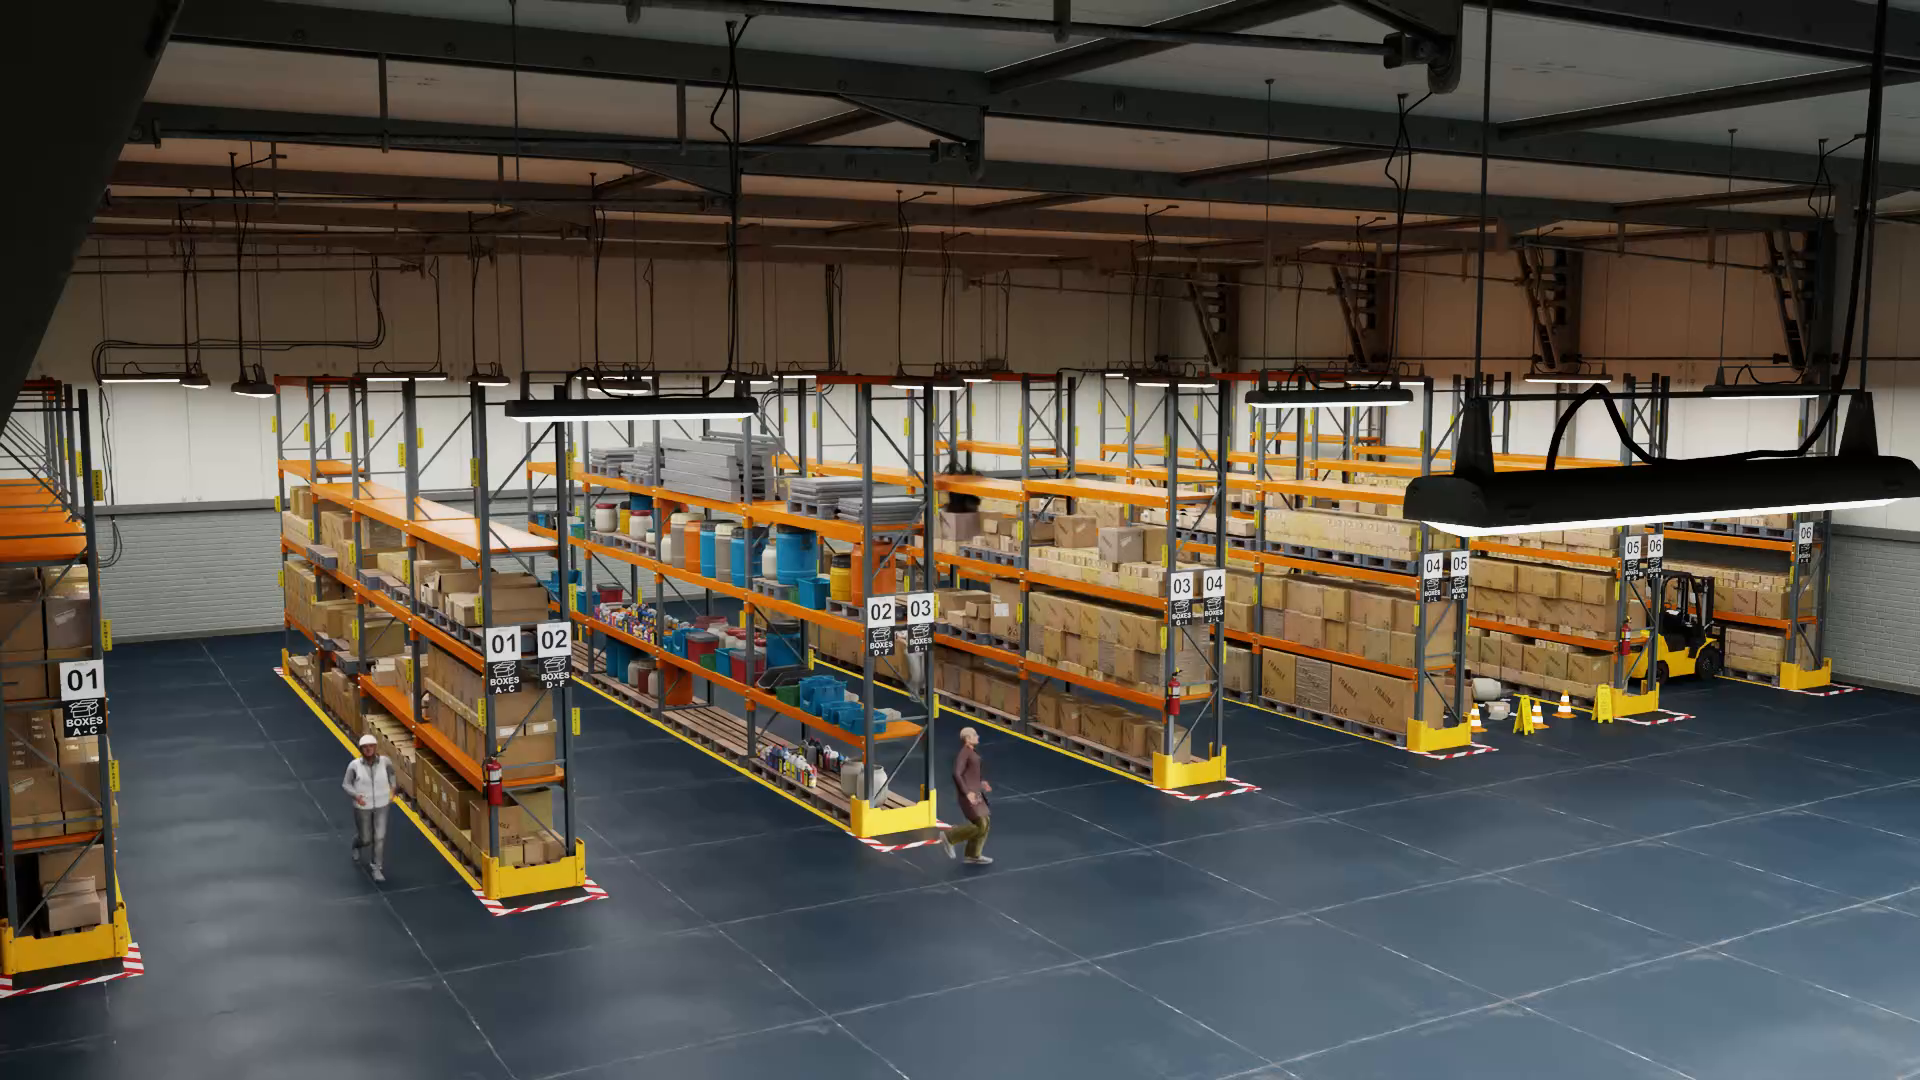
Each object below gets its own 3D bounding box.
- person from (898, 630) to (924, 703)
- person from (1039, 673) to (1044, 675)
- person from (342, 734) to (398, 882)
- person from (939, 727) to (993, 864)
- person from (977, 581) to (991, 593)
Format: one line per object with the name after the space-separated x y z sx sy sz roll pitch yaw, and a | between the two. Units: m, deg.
-0.745 1.993 29.212 0.659 1.776 0.580 -5 8 -36 | person
1.398 1.759 31.921 0.539 1.599 0.724 -5 8 -38 | person
-7.224 3.245 20.415 0.669 1.767 0.810 -3 7 -29 | person
0.079 3.197 20.847 0.670 1.716 0.741 0 6 3 | person
0.614 0.832 42.725 0.742 1.713 0.560 -5 8 -37 | person
